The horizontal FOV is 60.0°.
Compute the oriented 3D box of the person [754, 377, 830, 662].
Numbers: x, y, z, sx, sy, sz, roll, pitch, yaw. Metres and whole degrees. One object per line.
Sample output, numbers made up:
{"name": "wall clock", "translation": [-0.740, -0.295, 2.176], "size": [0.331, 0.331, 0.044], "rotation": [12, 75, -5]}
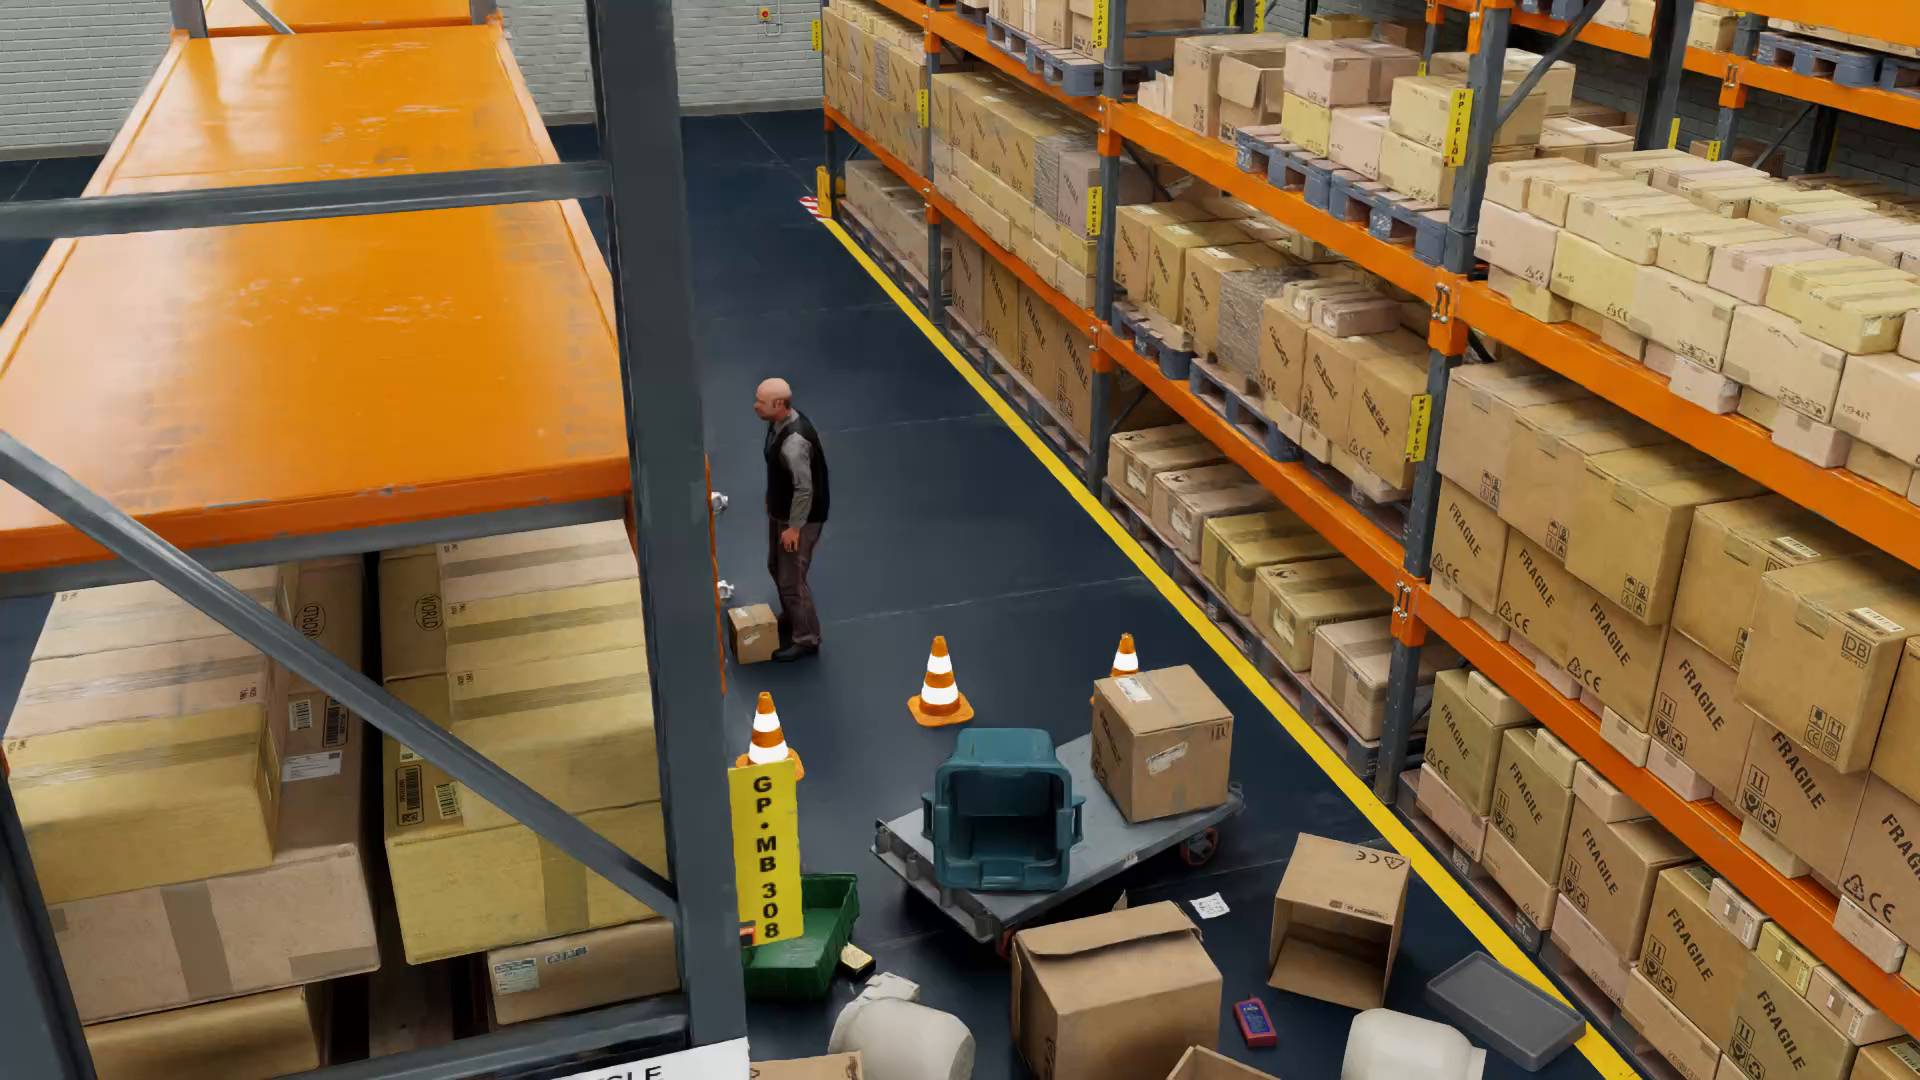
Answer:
{"name": "person", "translation": [-0.971, -0.145, 9.685], "size": [0.418, 1.721, 0.581], "rotation": [-8, 27, -16]}
